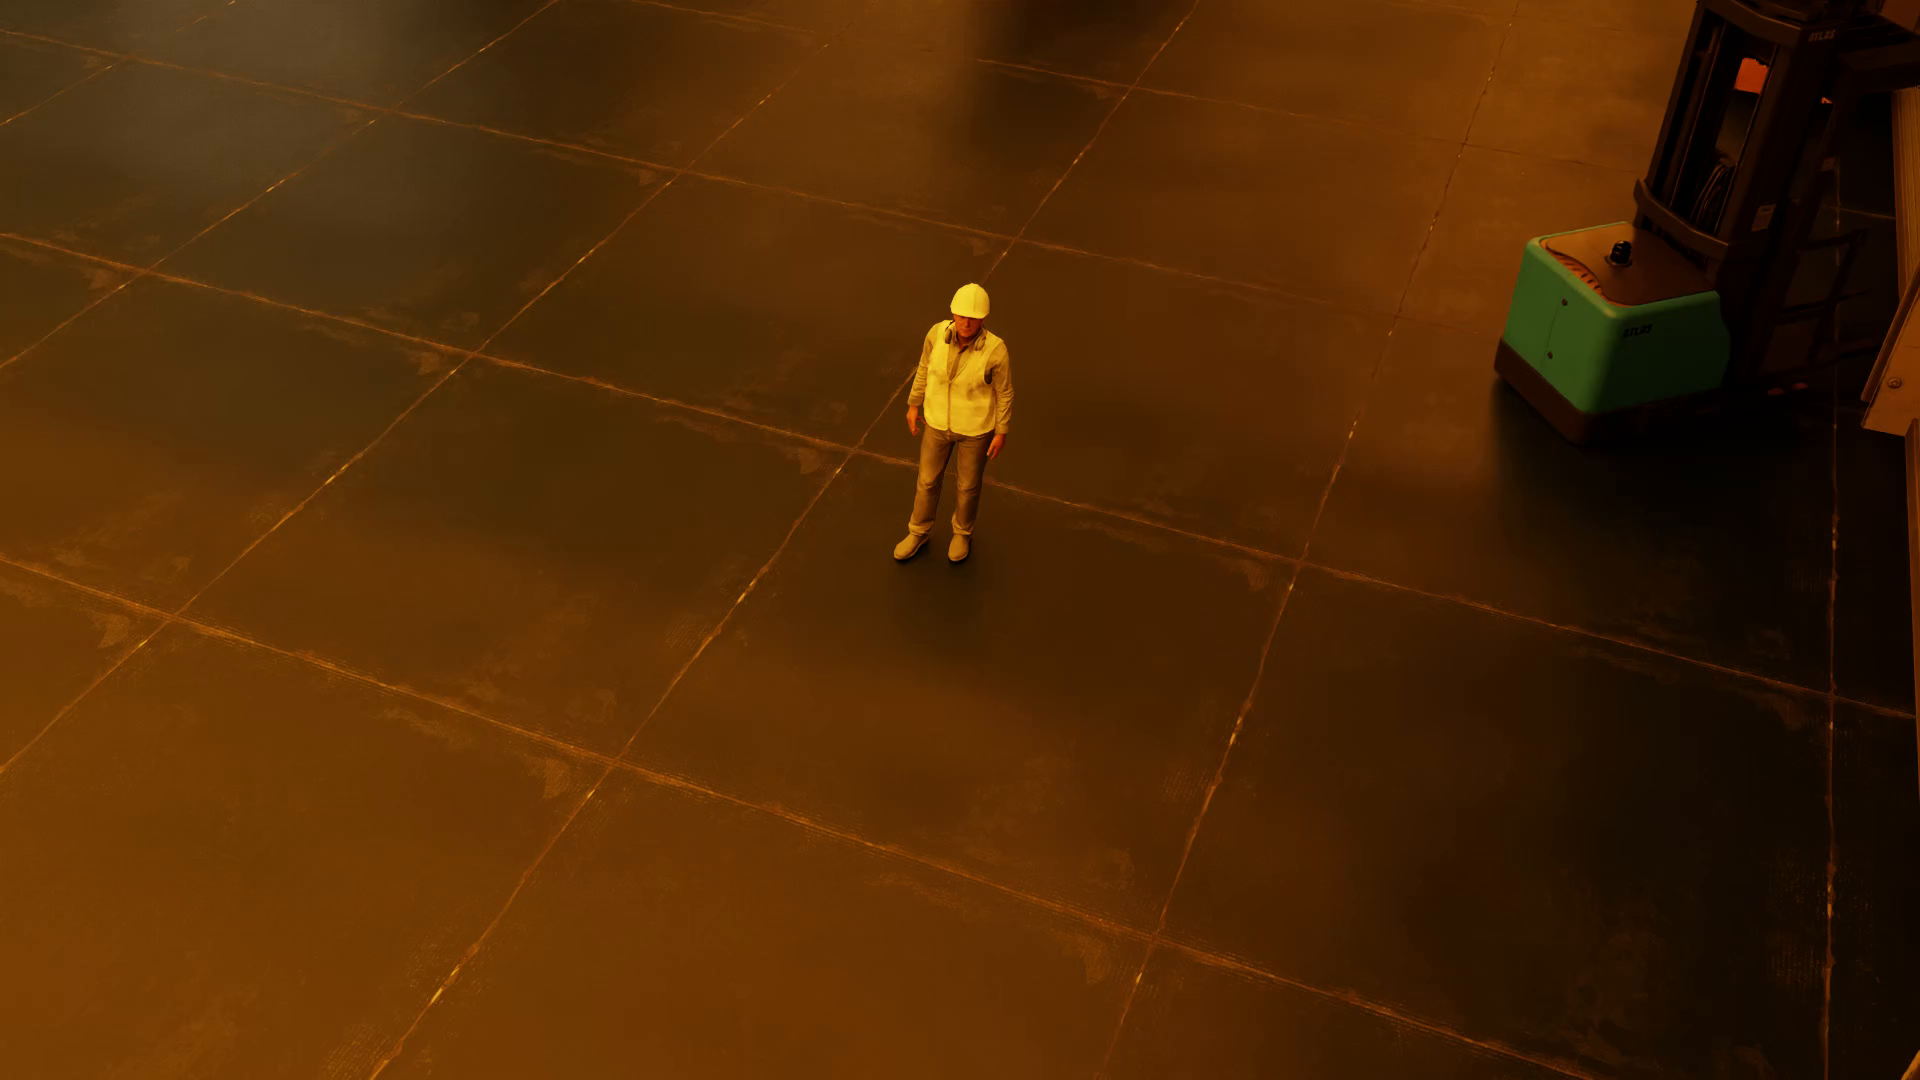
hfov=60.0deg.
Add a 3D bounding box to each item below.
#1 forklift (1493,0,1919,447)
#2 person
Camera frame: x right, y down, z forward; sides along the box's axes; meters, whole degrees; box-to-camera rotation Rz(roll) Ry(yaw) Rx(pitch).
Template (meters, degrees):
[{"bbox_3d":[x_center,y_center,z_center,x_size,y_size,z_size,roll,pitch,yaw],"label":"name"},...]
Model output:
[{"bbox_3d":[5.302,-2.304,10.759,3.031,2.935,1.130,-12,41,-14],"label":"forklift"},{"bbox_3d":[-0.031,-0.651,9.673,0.634,1.775,0.566,15,42,17],"label":"person"}]
